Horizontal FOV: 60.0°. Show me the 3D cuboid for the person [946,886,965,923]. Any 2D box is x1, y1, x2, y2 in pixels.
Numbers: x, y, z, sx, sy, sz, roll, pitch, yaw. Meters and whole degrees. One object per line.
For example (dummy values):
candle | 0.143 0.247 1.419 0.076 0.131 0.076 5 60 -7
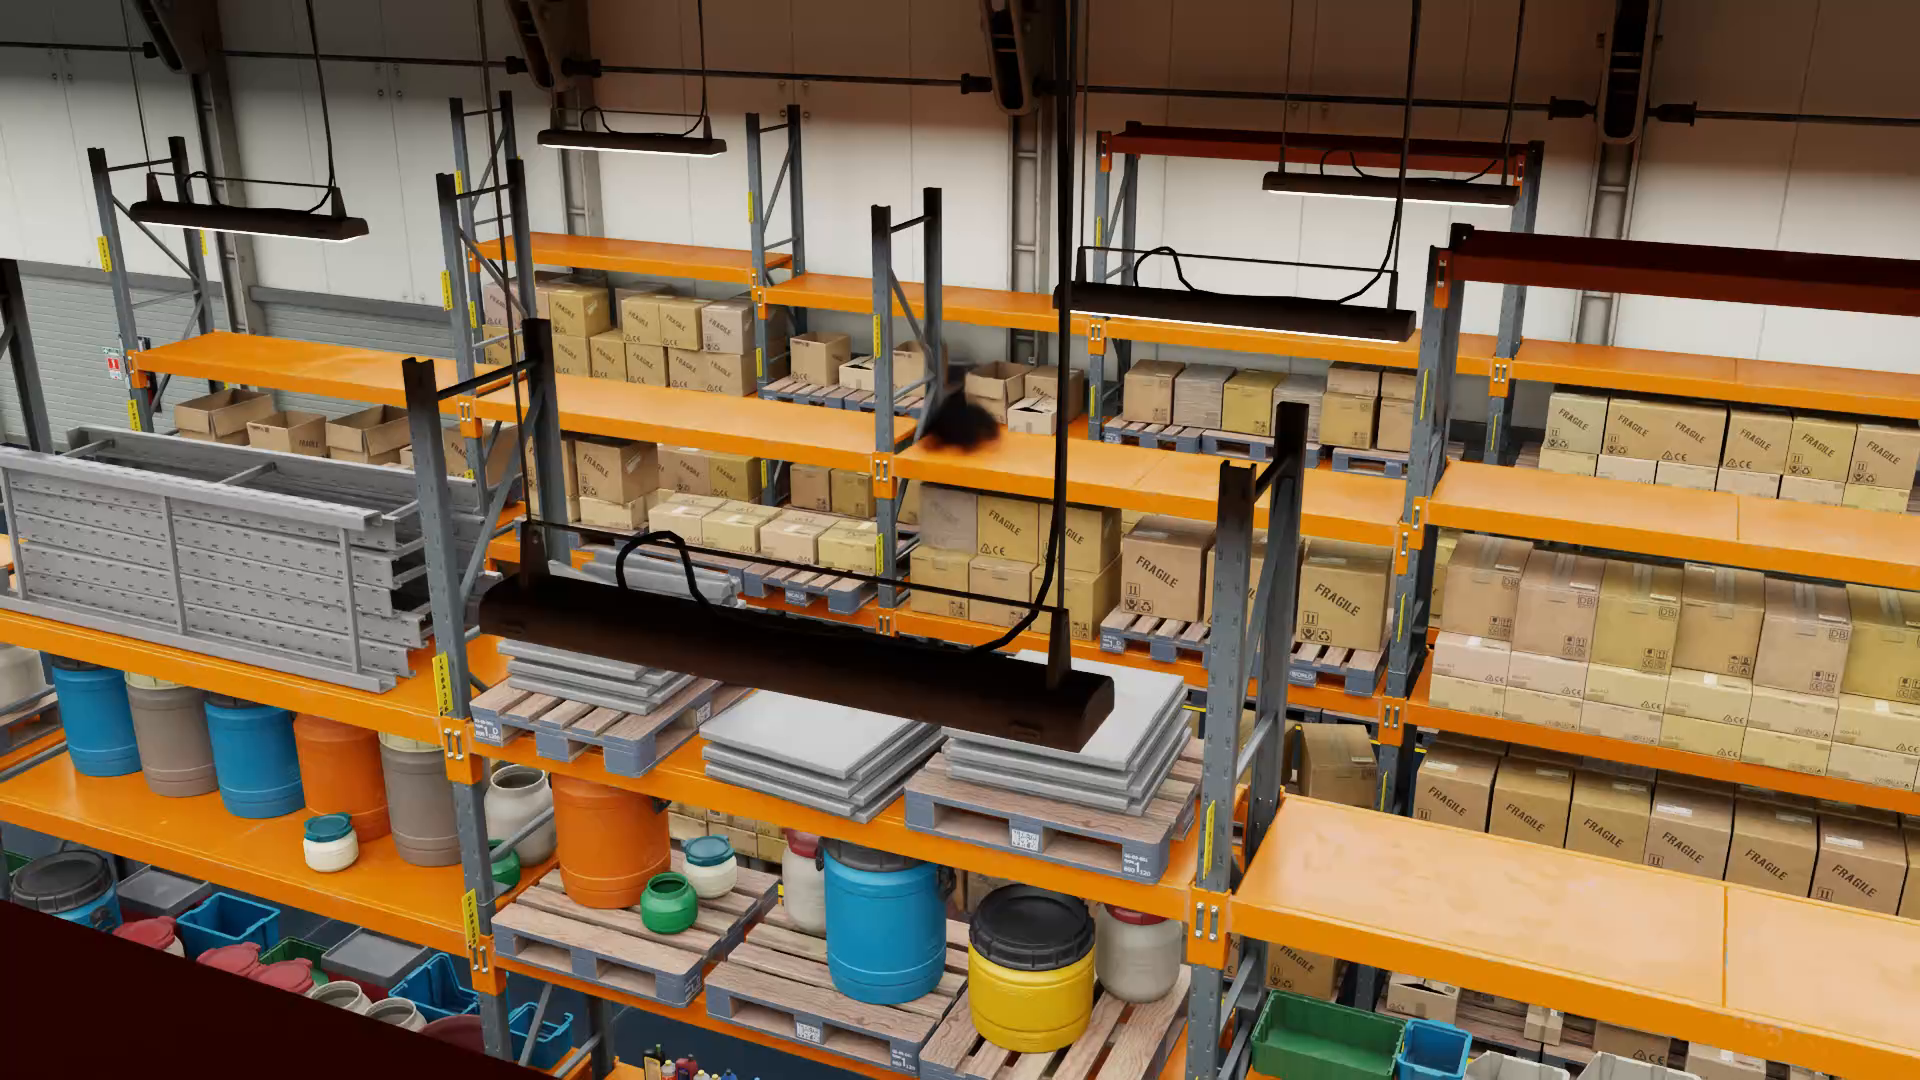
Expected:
person | -0.217 3.017 12.328 0.958 1.632 0.740 7 22 18
